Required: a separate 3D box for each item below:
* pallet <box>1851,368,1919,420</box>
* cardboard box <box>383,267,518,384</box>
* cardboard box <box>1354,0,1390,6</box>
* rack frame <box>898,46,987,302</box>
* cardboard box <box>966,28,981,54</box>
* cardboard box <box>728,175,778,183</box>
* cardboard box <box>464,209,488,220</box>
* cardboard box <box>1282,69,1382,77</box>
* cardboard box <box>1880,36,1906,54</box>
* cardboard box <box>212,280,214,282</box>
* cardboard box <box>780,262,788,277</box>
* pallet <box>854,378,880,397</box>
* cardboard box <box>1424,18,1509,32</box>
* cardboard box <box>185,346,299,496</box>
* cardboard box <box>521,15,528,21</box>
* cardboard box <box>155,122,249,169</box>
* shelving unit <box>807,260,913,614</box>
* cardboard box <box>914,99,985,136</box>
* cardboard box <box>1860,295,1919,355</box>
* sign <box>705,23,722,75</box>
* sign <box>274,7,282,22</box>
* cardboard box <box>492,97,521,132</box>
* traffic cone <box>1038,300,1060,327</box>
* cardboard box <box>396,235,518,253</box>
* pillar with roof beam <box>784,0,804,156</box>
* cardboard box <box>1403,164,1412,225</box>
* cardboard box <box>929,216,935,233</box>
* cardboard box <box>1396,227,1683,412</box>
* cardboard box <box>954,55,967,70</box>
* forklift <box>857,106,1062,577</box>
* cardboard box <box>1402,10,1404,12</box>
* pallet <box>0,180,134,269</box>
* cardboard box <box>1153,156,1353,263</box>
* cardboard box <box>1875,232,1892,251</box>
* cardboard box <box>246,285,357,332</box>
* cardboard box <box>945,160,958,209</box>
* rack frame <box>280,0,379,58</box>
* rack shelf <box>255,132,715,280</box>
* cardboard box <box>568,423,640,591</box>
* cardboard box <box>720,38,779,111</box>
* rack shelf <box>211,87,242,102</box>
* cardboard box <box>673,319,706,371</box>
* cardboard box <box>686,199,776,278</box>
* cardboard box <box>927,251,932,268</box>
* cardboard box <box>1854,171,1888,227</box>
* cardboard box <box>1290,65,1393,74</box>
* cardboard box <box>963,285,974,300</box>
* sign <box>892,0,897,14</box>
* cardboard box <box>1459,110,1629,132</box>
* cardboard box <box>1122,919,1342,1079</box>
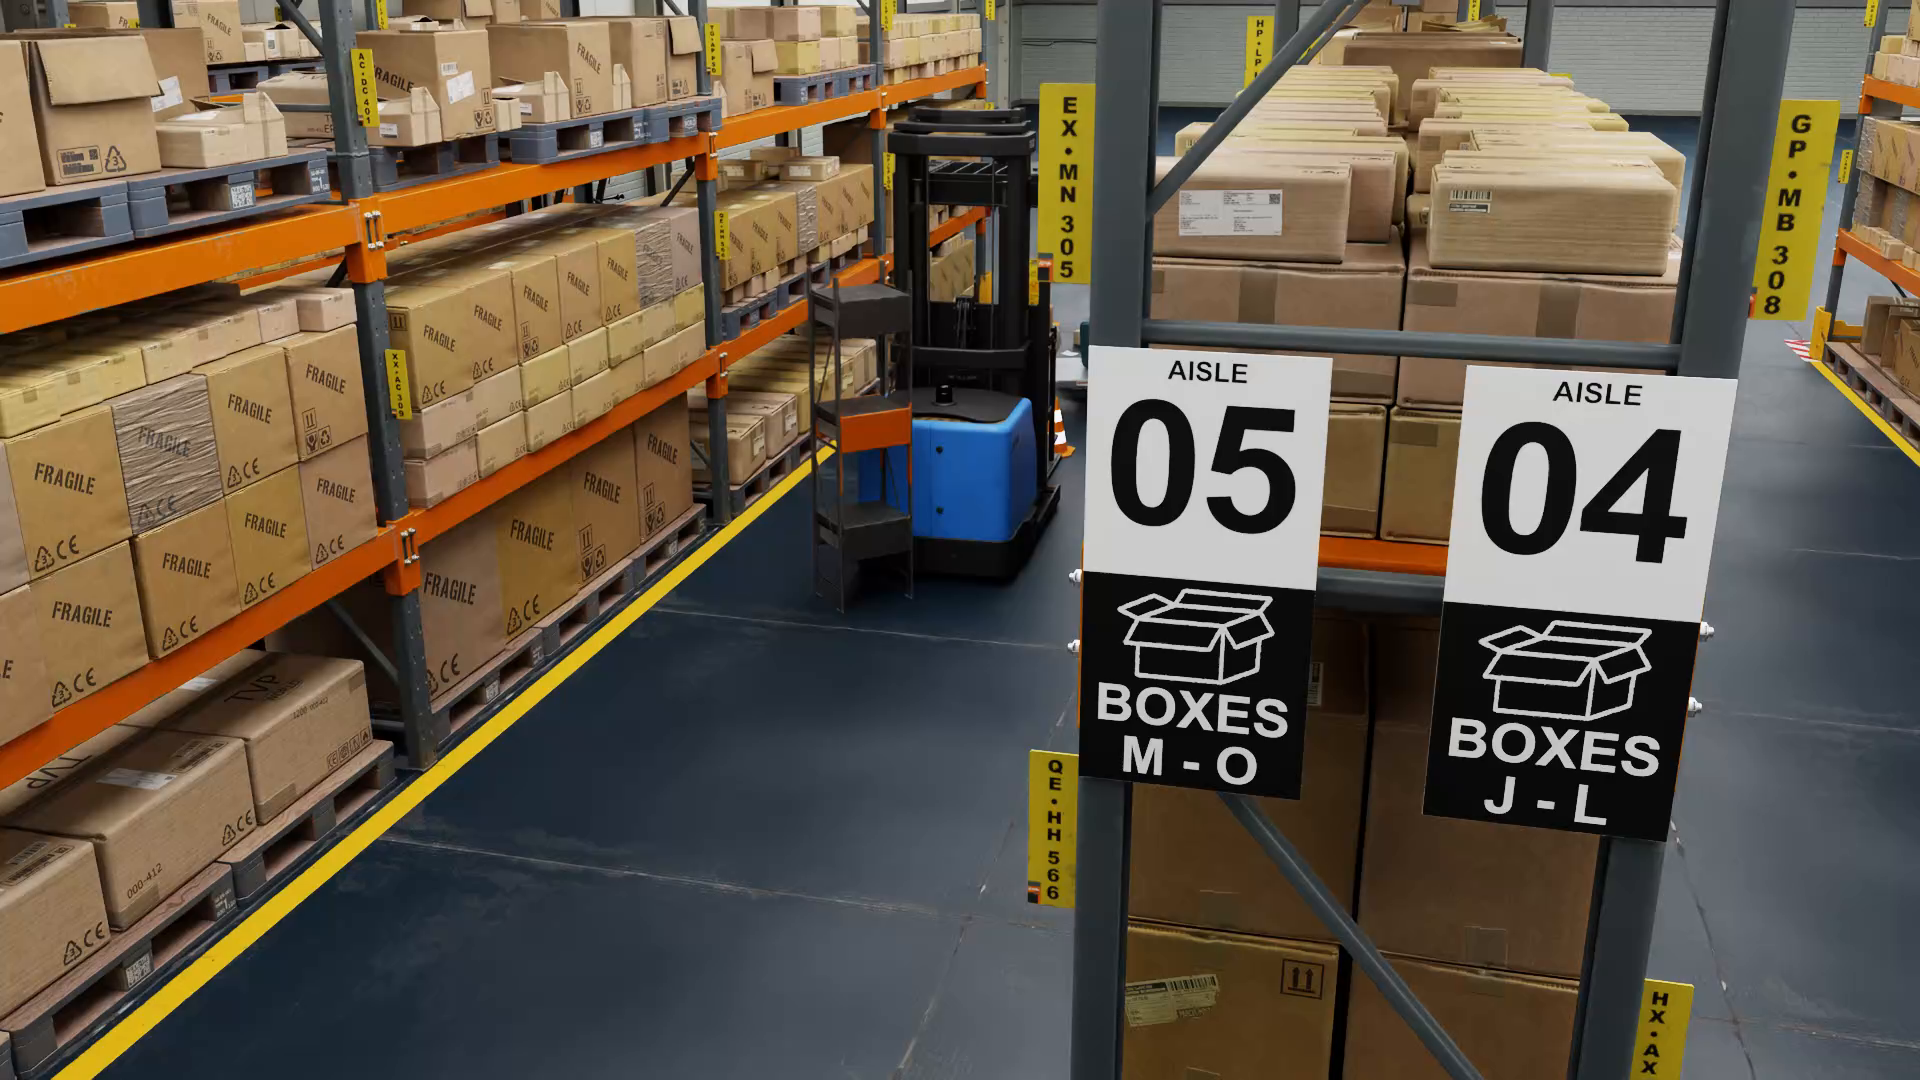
[{"bbox_3d":[8.856,-1.316,15.215,1.003,0.211,1.213,5,19,13],"label":"pallet"},{"bbox_3d":[-2.651,-1.112,8.600,0.500,0.500,0.500,5,19,13],"label":"cardboard box"},{"bbox_3d":[3.425,-4.526,14.009,0.380,0.149,0.250,4,19,13],"label":"cardboard box"},{"bbox_3d":[-0.203,-4.076,18.979,1.000,3.000,0.127,5,19,13],"label":"rack frame"},{"bbox_3d":[-0.066,-5.383,17.938,0.500,0.250,0.500,4,19,13],"label":"cardboard box"},{"bbox_3d":[-1.828,-2.773,13.902,0.500,0.500,0.500,5,19,13],"label":"cardboard box"},{"bbox_3d":[-5.399,-3.702,17.730,0.500,0.500,0.500,4,19,13],"label":"cardboard box"},{"bbox_3d":[1.285,-1.574,5.857,0.380,0.149,0.250,4,19,11],"label":"cardboard box"},{"bbox_3d":[8.958,-4.688,15.748,0.380,0.149,0.250,5,20,15],"label":"cardboard box"},{"bbox_3d":[-6.498,-2.165,13.617,0.500,0.250,0.500,4,19,12],"label":"cardboard box"},{"bbox_3d":[-1.583,-2.161,13.113,0.380,0.149,0.250,5,20,16],"label":"cardboard box"},{"bbox_3d":[-1.369,-1.258,15.044,1.003,0.211,1.213,5,19,13],"label":"pallet"},{"bbox_3d":[2.526,-2.486,8.345,0.396,0.266,0.258,5,19,13],"label":"cardboard box"},{"bbox_3d":[-3.114,-0.507,6.829,0.500,0.500,0.500,4,19,13],"label":"cardboard box"},{"bbox_3d":[-4.987,-5.705,18.513,0.396,0.266,0.258,5,19,14],"label":"cardboard box"},{"bbox_3d":[-3.045,-1.553,6.536,0.380,0.149,0.250,5,20,15],"label":"cardboard box"},{"bbox_3d":[-0.608,-0.626,10.261,0.503,2.100,0.431,-10,22,-28],"label":"shelving unit"},{"bbox_3d":[-0.116,-4.559,18.234,0.700,0.500,0.500,4,19,12],"label":"cardboard box"},{"bbox_3d":[9.238,-2.114,16.455,0.500,0.500,0.500,9,21,23],"label":"cardboard box"},{"bbox_3d":[-1.621,-3.223,10.921,0.100,0.325,0.005,5,19,13],"label":"sign"},{"bbox_3d":[-6.533,-4.958,15.998,0.100,0.325,0.005,5,19,13],"label":"sign"},{"bbox_3d":[-2.486,-2.191,8.533,0.380,0.166,0.250,3,19,10],"label":"cardboard box"},{"bbox_3d":[0.943,-2.638,18.696,0.336,0.463,0.334,5,19,13],"label":"traffic cone"},{"bbox_3d":[-2.895,-1.478,9.673,0.500,0.500,0.500,5,19,14],"label":"cardboard box"},{"bbox_3d":[1.046,-10.580,28.739,9.100,9.000,0.400,5,19,13],"label":"pillar with roof beam"},{"bbox_3d":[0.965,-0.929,4.584,0.500,0.250,0.500,4,19,11],"label":"cardboard box"},{"bbox_3d":[-0.470,-3.177,16.736,0.380,0.149,0.250,5,19,14],"label":"cardboard box"},{"bbox_3d":[1.074,-0.407,3.055,0.500,0.250,0.500,5,19,14],"label":"cardboard box"},{"bbox_3d":[-0.146,-5.081,17.671,0.380,0.149,0.250,5,20,15],"label":"cardboard box"},{"bbox_3d":[0.135,-1.586,11.796,1.130,2.935,3.031,4,19,12],"label":"forklift"},{"bbox_3d":[3.640,-4.531,14.639,0.500,0.250,0.500,5,19,13],"label":"cardboard box"},{"bbox_3d":[-3.645,-1.055,5.632,1.003,0.211,1.213,5,19,13],"label":"pallet"},{"bbox_3d":[0.509,-0.603,3.012,0.380,0.149,0.250,4,19,13],"label":"cardboard box"},{"bbox_3d":[8.842,-2.792,15.609,0.380,0.149,0.250,5,19,13],"label":"cardboard box"},{"bbox_3d":[-2.901,-1.020,7.329,0.380,0.149,0.250,4,19,12],"label":"cardboard box"},{"bbox_3d":[-0.321,-3.759,17.436,0.500,0.500,0.500,5,19,13],"label":"cardboard box"},{"bbox_3d":[-5.994,-6.052,15.483,1.000,3.000,0.127,5,19,13],"label":"rack frame"},{"bbox_3d":[-2.646,-2.020,9.434,1.077,0.370,4.000,5,19,13],"label":"rack shelf"},{"bbox_3d":[-2.629,-0.272,10.481,0.875,0.875,0.875,5,19,14],"label":"cardboard box"},{"bbox_3d":[-1.812,-3.517,12.543,0.797,0.503,0.637,5,19,13],"label":"cardboard box"},{"bbox_3d":[-6.483,-3.665,14.249,1.077,0.370,4.000,5,19,13],"label":"rack shelf"},{"bbox_3d":[-2.029,-1.318,11.138,0.500,0.250,0.500,4,19,11],"label":"cardboard box"},{"bbox_3d":[-1.702,-2.242,12.345,0.500,0.500,0.500,6,20,16],"label":"cardboard box"},{"bbox_3d":[-0.499,-2.825,16.759,0.380,0.149,0.250,6,20,17],"label":"cardboard box"},{"bbox_3d":[9.246,-3.311,16.125,0.875,0.500,0.500,5,19,13],"label":"cardboard box"},{"bbox_3d":[1.384,-1.657,6.099,0.380,0.149,0.250,4,19,12],"label":"cardboard box"},{"bbox_3d":[-0.145,-2.691,18.530,0.500,0.250,0.500,5,19,13],"label":"cardboard box"},{"bbox_3d":[-0.729,-5.951,18.478,0.100,0.325,0.005,5,19,13],"label":"sign"},{"bbox_3d":[1.407,-0.957,4.049,0.380,0.149,0.250,5,20,15],"label":"cardboard box"},{"bbox_3d":[0.573,0.949,3.653,0.500,0.500,0.500,5,20,14],"label":"cardboard box"}]
